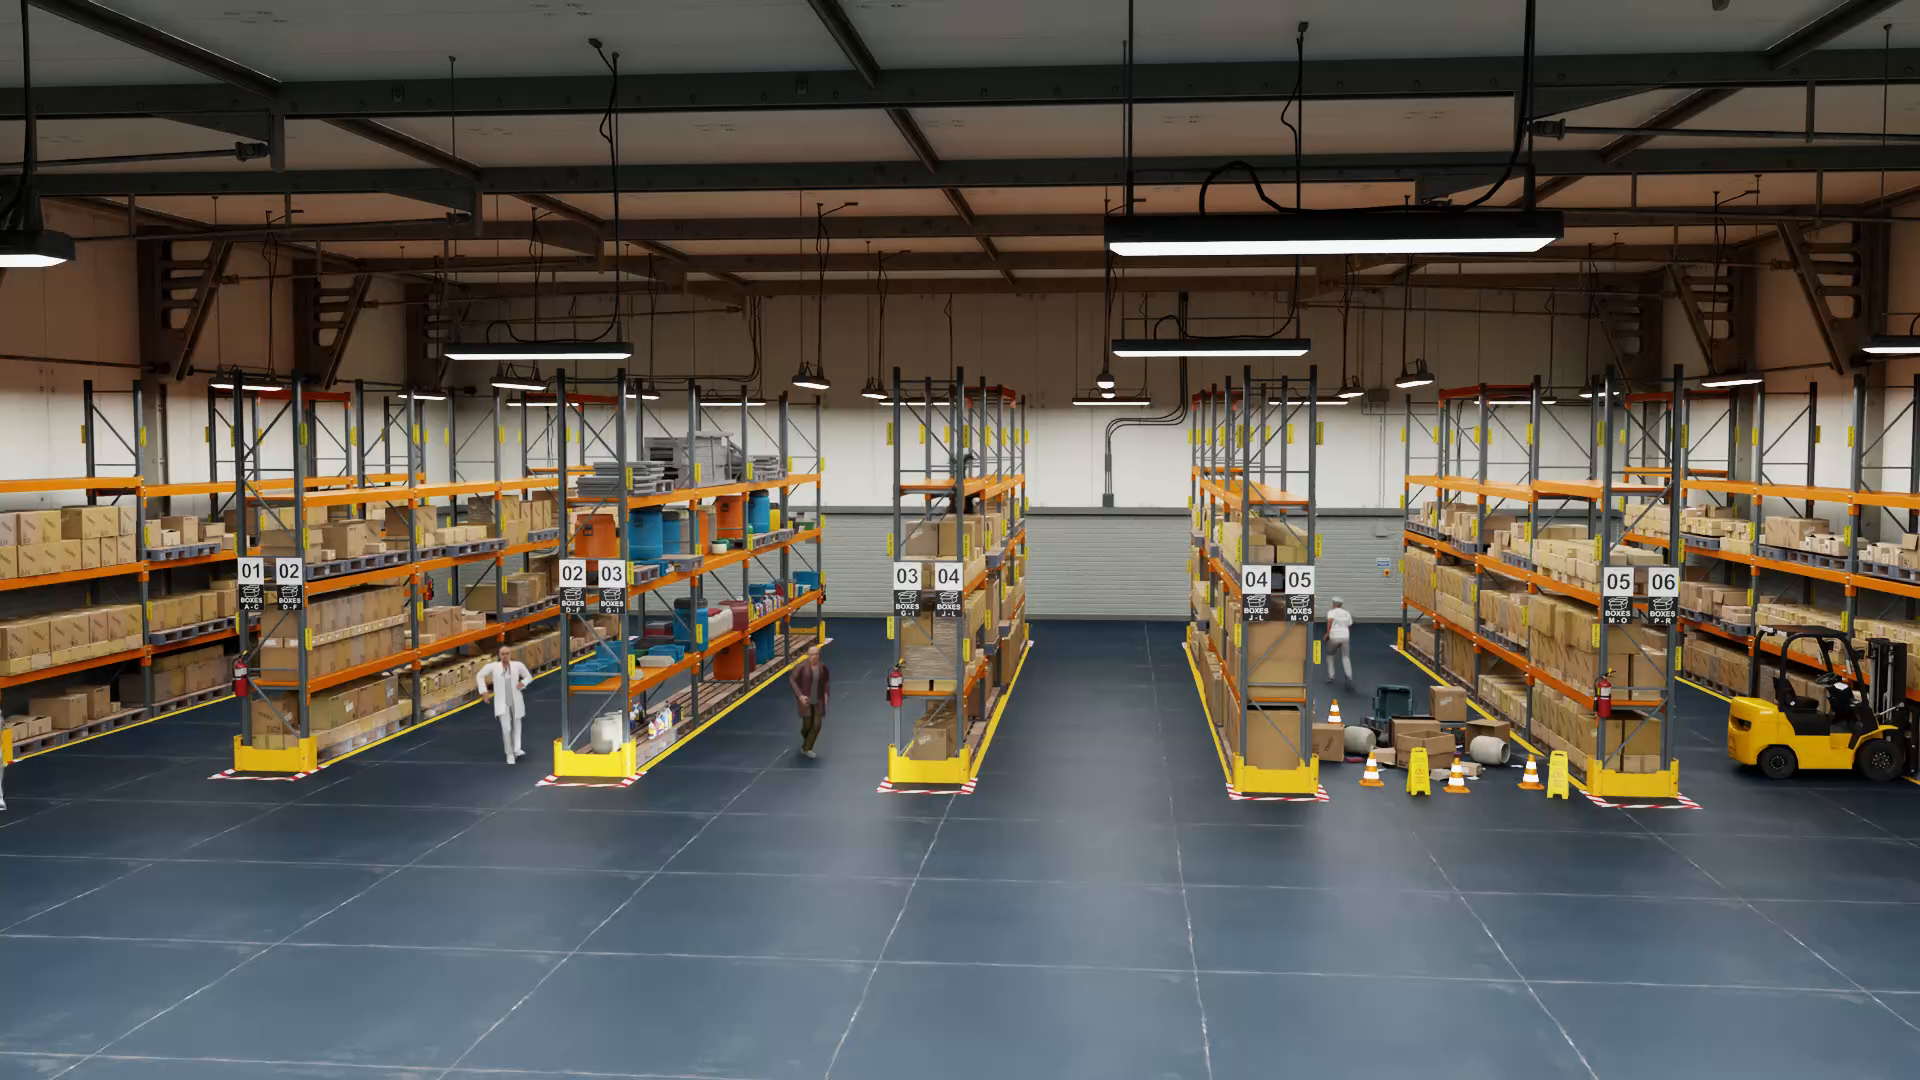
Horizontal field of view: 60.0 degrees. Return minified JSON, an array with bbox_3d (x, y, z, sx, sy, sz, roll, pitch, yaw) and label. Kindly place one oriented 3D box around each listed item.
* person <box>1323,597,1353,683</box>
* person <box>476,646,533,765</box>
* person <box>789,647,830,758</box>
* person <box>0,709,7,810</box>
[{"bbox_3d":[7.678,2.047,33.701,0.667,1.752,1.001,0,4,-6],"label":"person"},{"bbox_3d":[-6.981,2.549,25.560,0.823,1.850,0.749,-2,4,-23],"label":"person"},{"bbox_3d":[-2.375,2.525,26.165,0.707,1.731,0.649,-1,4,-22],"label":"person"},{"bbox_3d":[-13.201,2.817,22.494,0.885,1.604,0.553,2,4,29],"label":"person"}]
